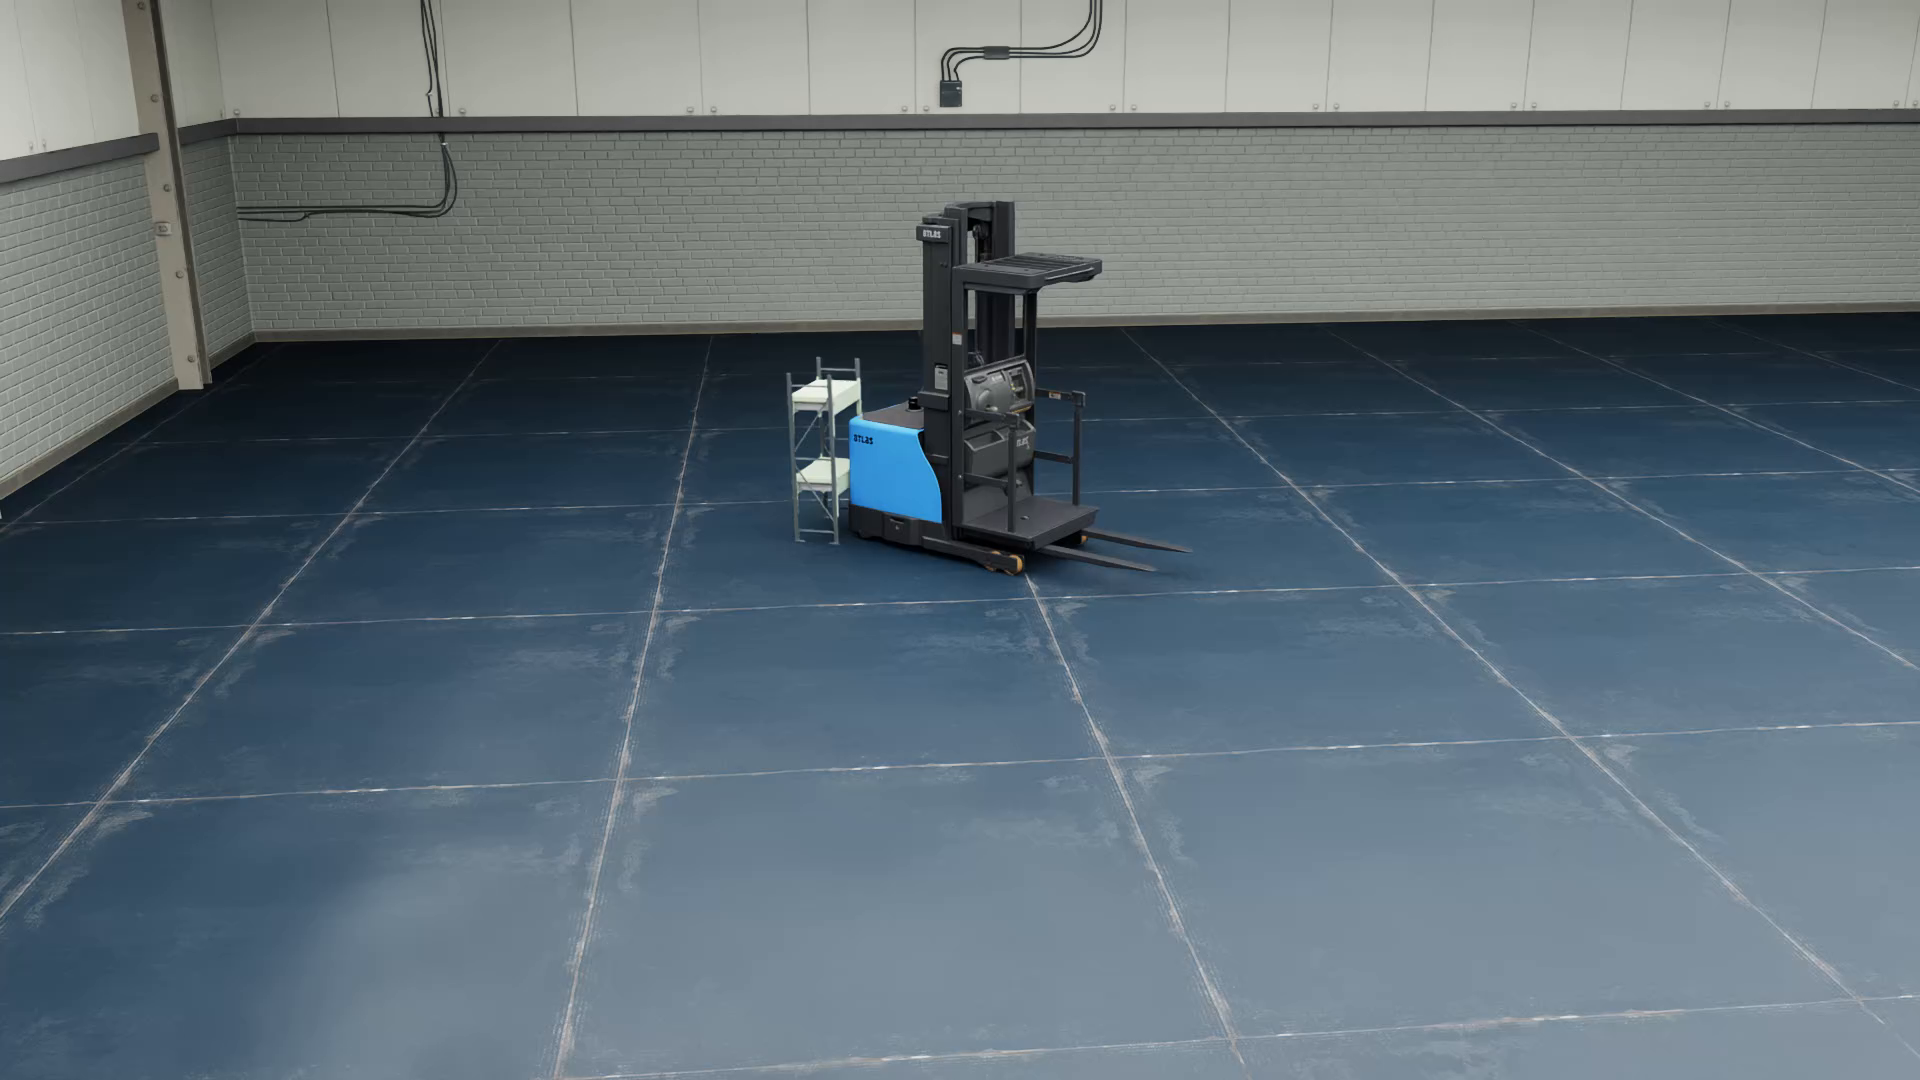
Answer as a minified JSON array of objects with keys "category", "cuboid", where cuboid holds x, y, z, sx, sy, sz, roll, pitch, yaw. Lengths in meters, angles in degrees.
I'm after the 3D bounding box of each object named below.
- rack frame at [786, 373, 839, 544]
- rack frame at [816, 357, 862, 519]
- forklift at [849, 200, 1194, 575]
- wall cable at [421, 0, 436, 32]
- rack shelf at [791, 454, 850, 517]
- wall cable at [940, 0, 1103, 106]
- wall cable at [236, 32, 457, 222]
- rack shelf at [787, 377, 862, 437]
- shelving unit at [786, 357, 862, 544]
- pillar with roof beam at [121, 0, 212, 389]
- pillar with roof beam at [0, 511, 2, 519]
[{"category":"rack frame","cuboid":[-1.271,-0.696,14.373,0.400,1.500,0.023,4,18,15]},{"category":"rack frame","cuboid":[-1.074,-0.907,15.045,0.400,1.500,0.023,4,18,15]},{"category":"forklift","cuboid":[0.503,-1.288,13.886,3.031,2.935,1.130,12,21,34]},{"category":"wall cable","cuboid":[-5.885,-8.154,22.379,3.097,2.526,0.112,-2,18,-6]},{"category":"rack shelf","cuboid":[-1.166,-0.490,14.805,0.431,0.370,0.720,4,18,15]},{"category":"wall cable","cuboid":[0.868,-9.054,22.814,2.305,6.003,0.169,-2,18,-6]},{"category":"wall cable","cuboid":[-8.576,-5.661,22.870,3.097,2.526,0.112,-2,18,-6]},{"category":"rack shelf","cuboid":[-1.180,-1.174,14.594,0.431,0.370,0.720,4,18,15]},{"category":"shelving unit","cuboid":[-1.172,-0.801,14.709,0.431,1.500,0.755,4,18,15]},{"category":"pillar with roof beam","cuboid":[-5.306,-6.357,19.902,9.100,9.000,0.400,-2,18,-6]},{"category":"pillar with roof beam","cuboid":[-4.687,-4.569,14.208,9.100,9.000,0.400,-2,18,-6]}]
